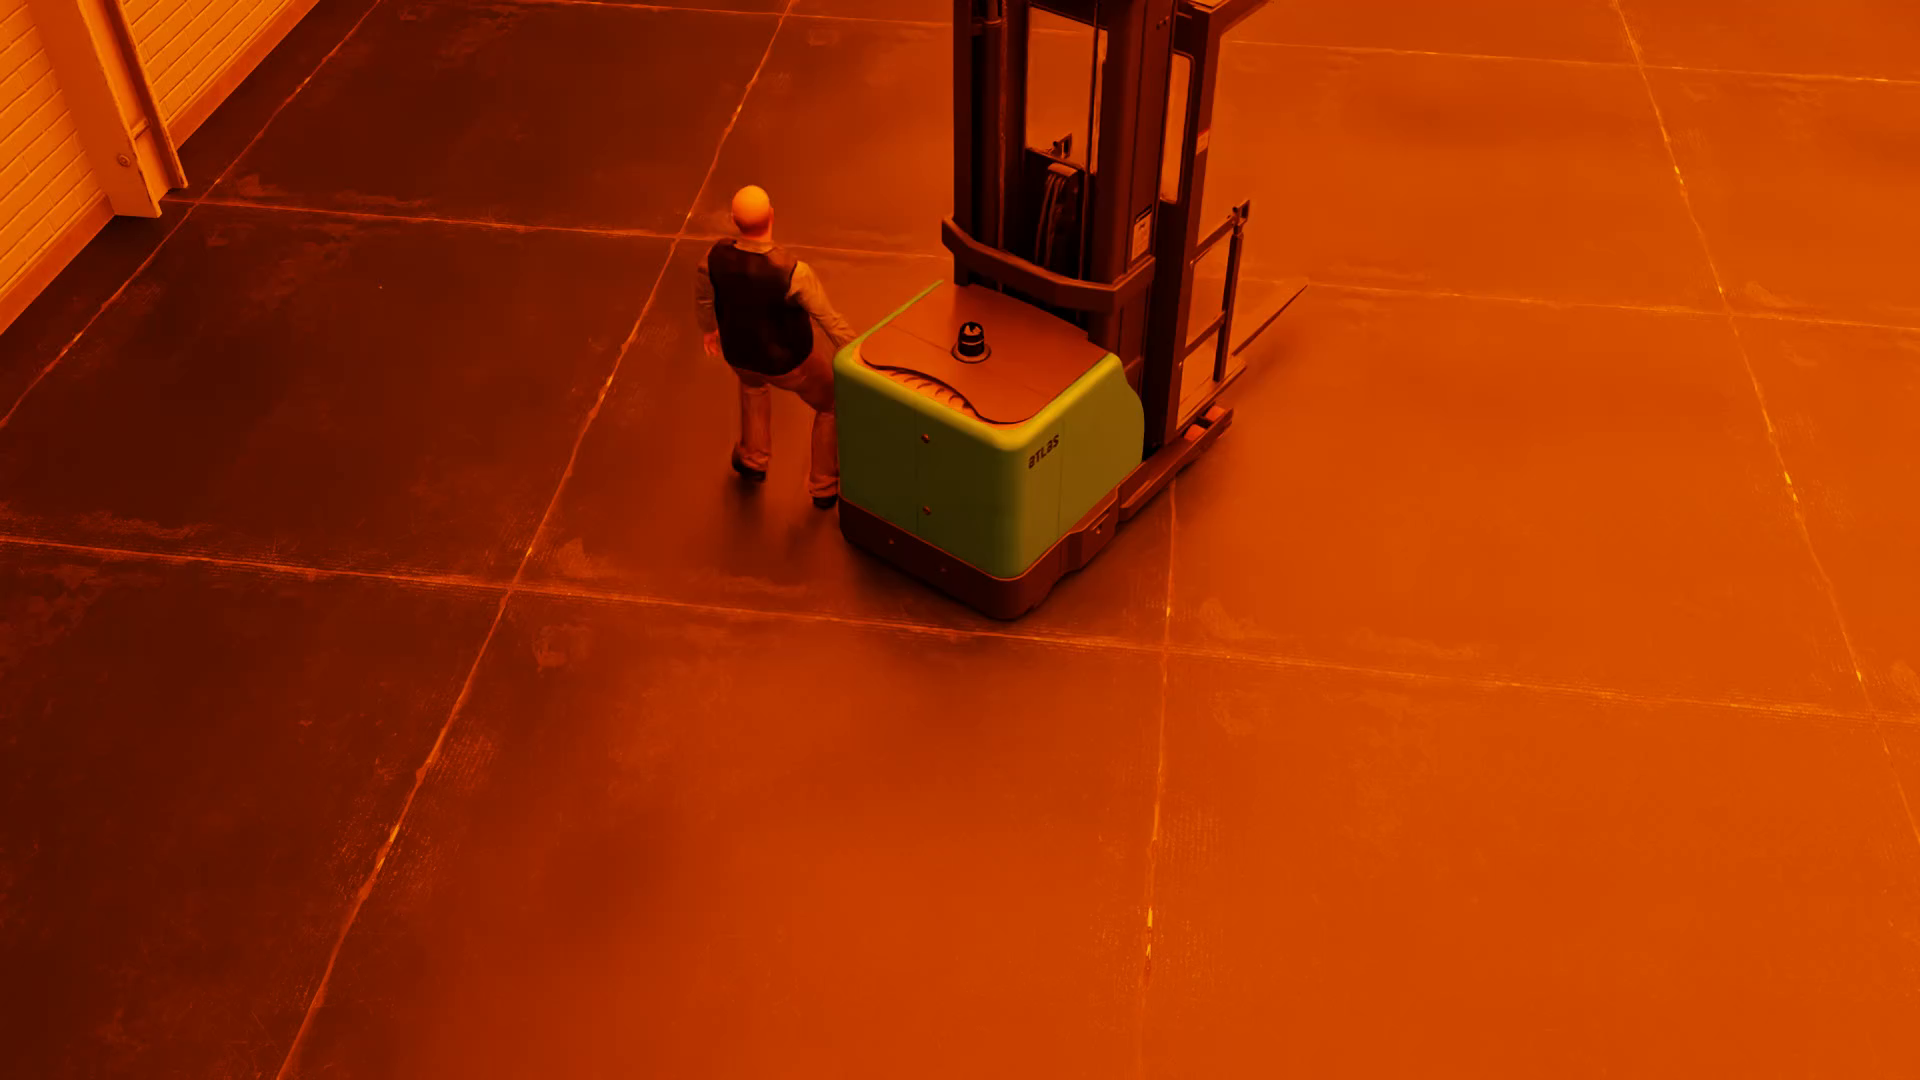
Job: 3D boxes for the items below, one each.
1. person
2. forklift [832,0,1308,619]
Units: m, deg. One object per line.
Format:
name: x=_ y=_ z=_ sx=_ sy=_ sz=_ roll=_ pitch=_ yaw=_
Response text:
person: x=-0.816 y=-0.882 z=7.666 sx=0.822 sy=1.678 sz=0.443 roll=17 pitch=45 yaw=18
forklift: x=0.727 y=-1.673 z=7.545 sx=1.130 sy=2.935 sz=3.031 roll=27 pitch=49 yaw=27
